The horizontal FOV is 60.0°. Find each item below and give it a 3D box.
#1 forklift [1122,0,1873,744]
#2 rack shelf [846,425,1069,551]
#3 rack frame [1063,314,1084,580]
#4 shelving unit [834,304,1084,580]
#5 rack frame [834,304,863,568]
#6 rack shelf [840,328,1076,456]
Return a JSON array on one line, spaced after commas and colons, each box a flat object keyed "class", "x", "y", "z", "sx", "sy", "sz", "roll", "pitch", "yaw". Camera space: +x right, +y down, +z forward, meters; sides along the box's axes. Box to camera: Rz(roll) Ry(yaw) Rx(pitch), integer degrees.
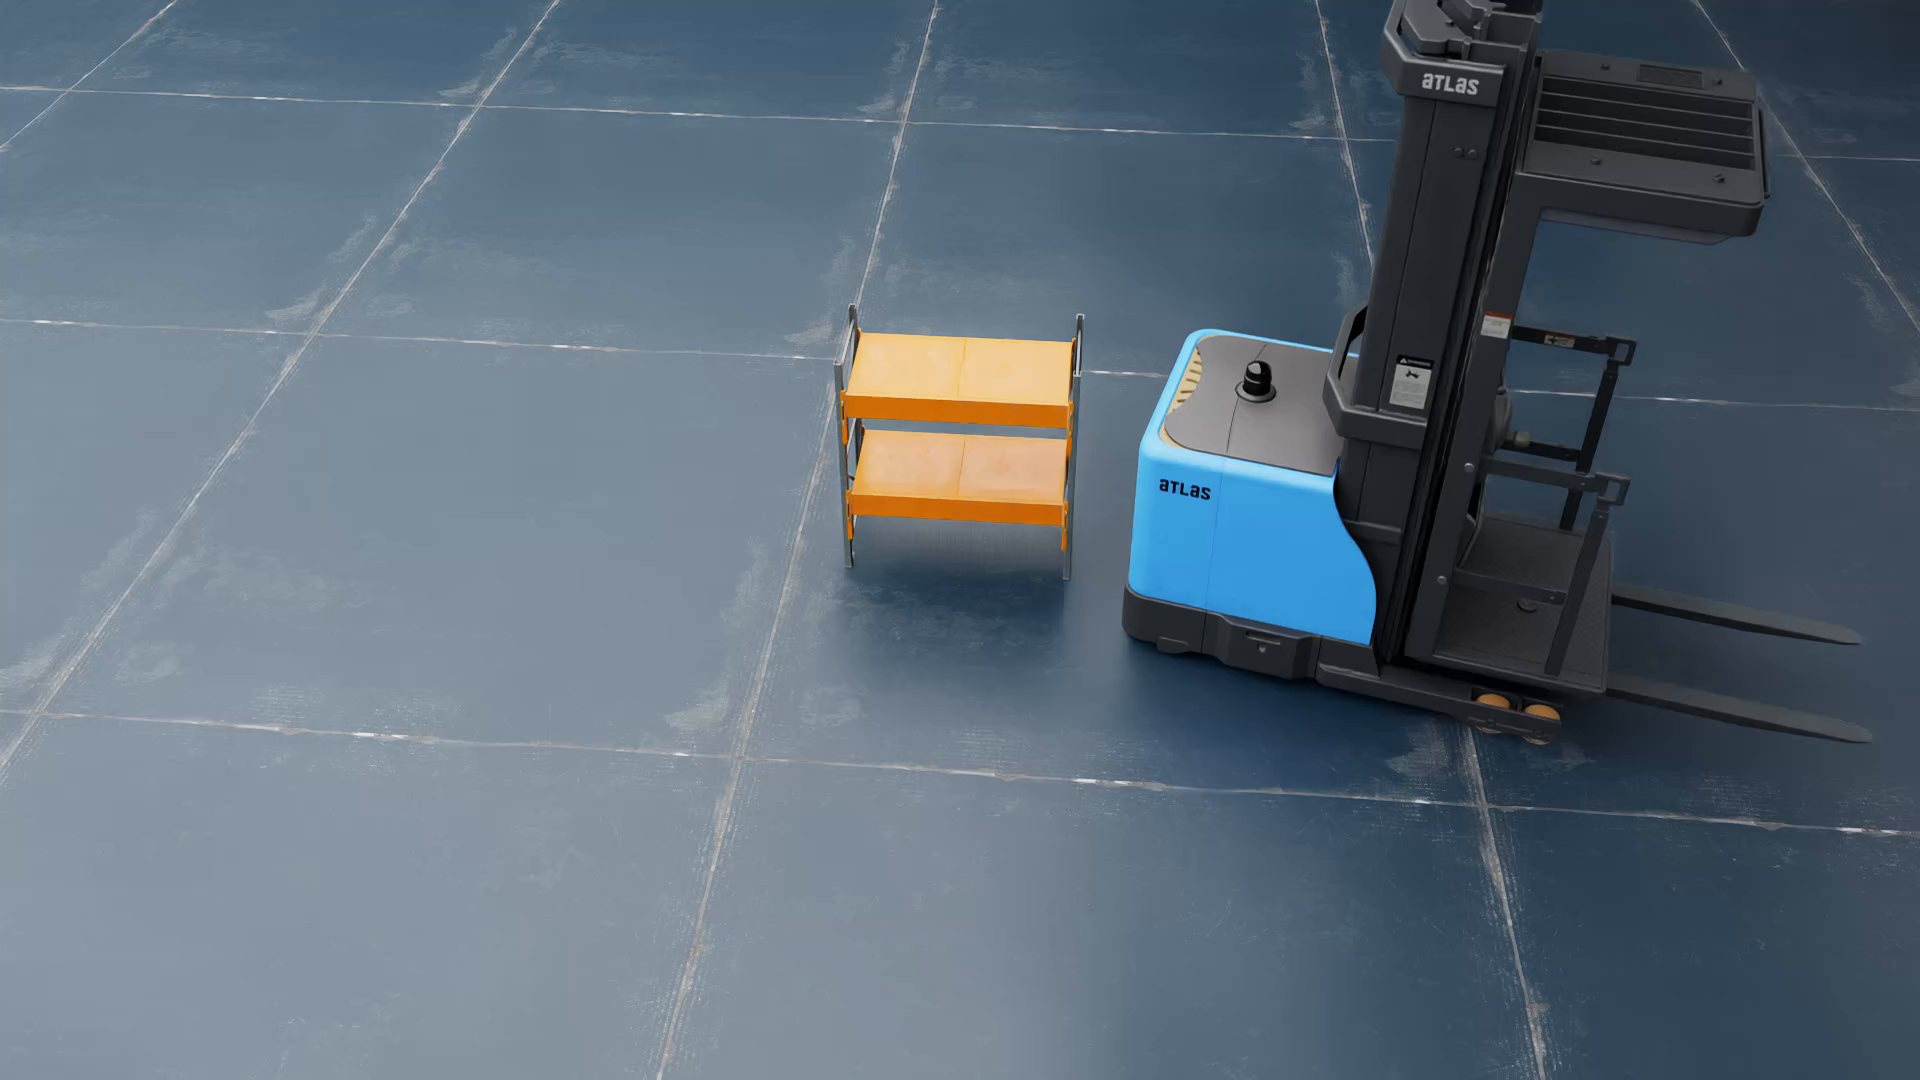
[{"class": "forklift", "x": 2.290, "y": -0.671, "z": 6.423, "sx": 3.031, "sy": 2.935, "sz": 1.130, "roll": 12, "pitch": 41, "yaw": 15}, {"class": "rack shelf", "x": 0.007, "y": -0.246, "z": 7.719, "sx": 1.000, "sy": 0.278, "sz": 0.538, "roll": 3, "pitch": 39, "yaw": 4}, {"class": "rack frame", "x": 0.513, "y": -0.408, "z": 7.531, "sx": 0.032, "sy": 1.125, "sz": 0.500, "roll": 3, "pitch": 39, "yaw": 4}, {"class": "shelving unit", "x": 0.007, "y": -0.436, "z": 7.565, "sx": 1.048, "sy": 1.125, "sz": 0.538, "roll": 3, "pitch": 39, "yaw": 4}, {"class": "rack frame", "x": -0.500, "y": -0.464, "z": 7.599, "sx": 0.032, "sy": 1.125, "sz": 0.500, "roll": 3, "pitch": 39, "yaw": 4}, {"class": "rack shelf", "x": 0.007, "y": -0.663, "z": 7.380, "sx": 1.000, "sy": 0.278, "sz": 0.538, "roll": 3, "pitch": 39, "yaw": 4}]
